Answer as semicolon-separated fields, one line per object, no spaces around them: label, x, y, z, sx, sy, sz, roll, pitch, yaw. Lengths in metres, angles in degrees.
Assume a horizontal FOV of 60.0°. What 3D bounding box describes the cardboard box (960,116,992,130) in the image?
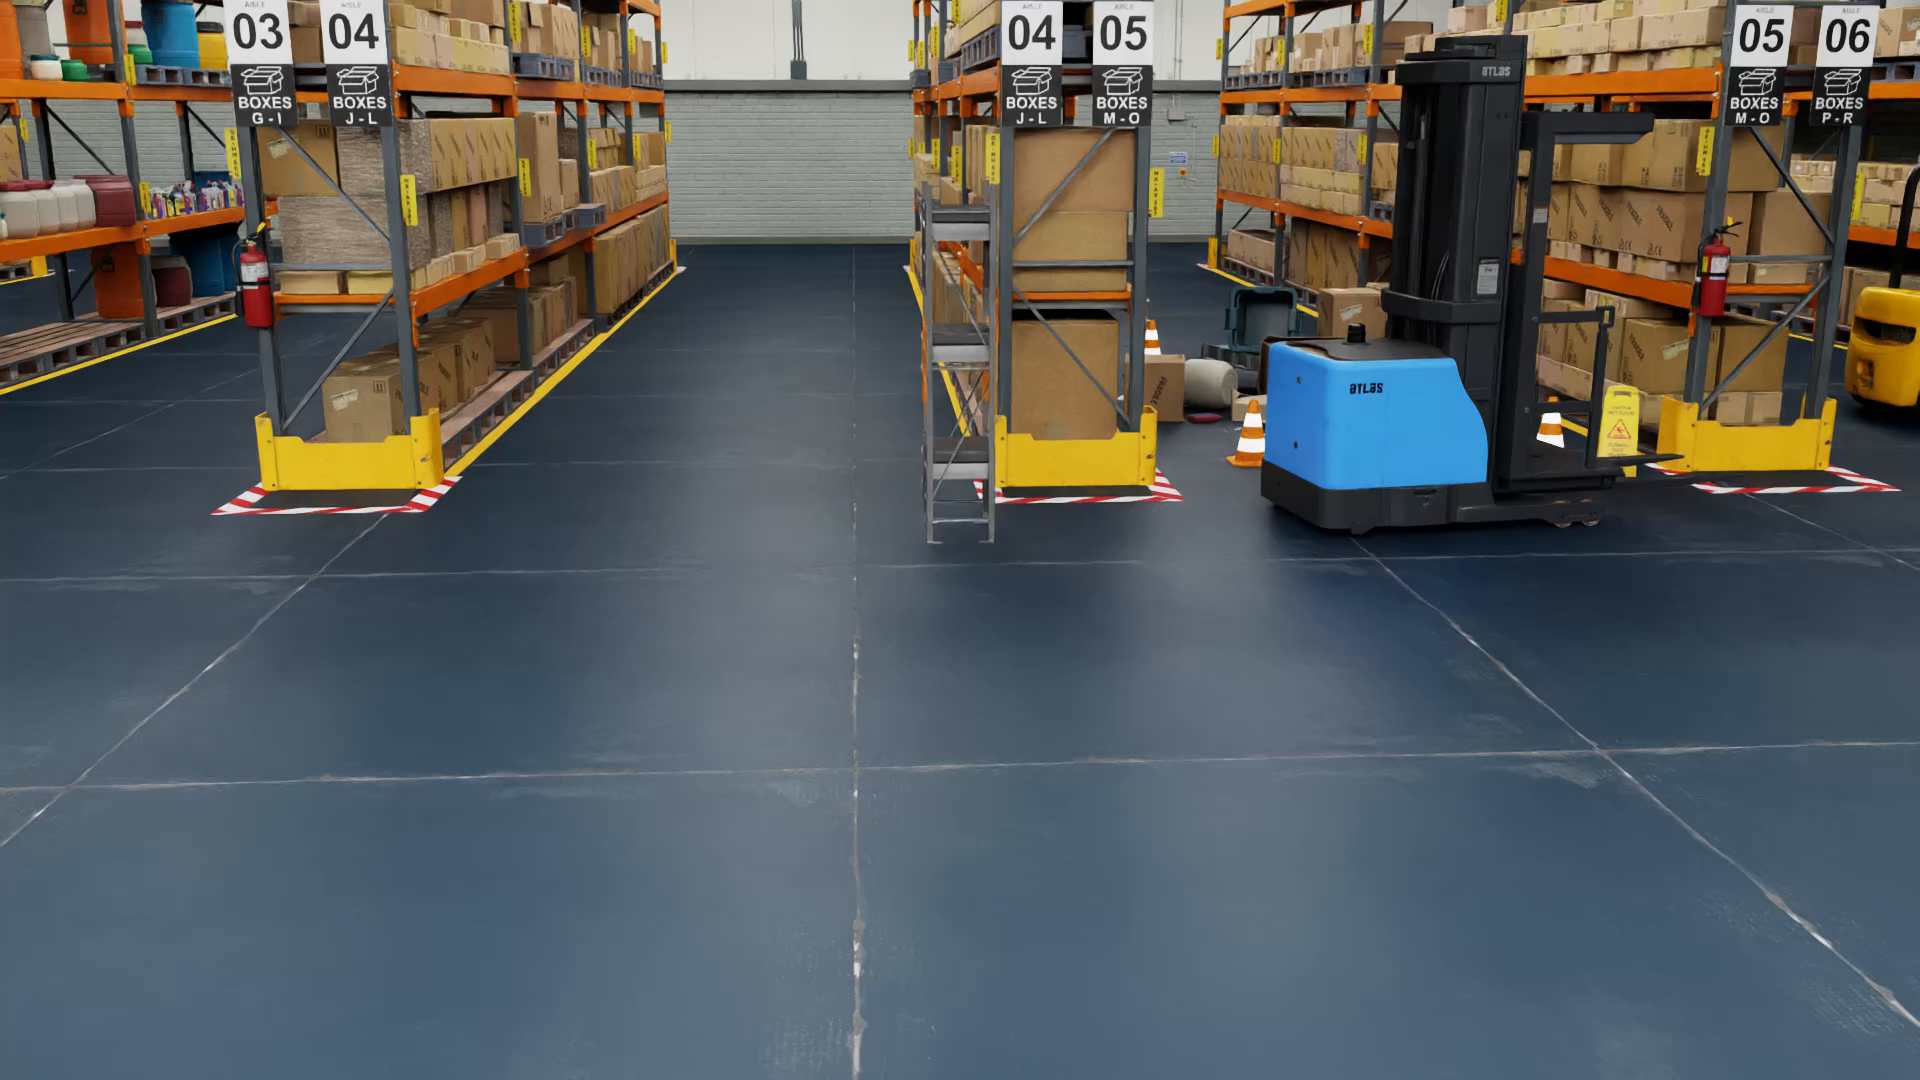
cardboard box;0.236;-5.649;23.157;0.500;0.500;0.500;-1;14;-2

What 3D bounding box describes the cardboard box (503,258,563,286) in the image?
cardboard box;-4.573;-2.878;17.819;0.500;0.250;0.500;1;14;3

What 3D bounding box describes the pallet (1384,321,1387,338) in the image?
pallet;5.250;-2.418;19.000;1.003;0.211;1.213;-1;14;-3

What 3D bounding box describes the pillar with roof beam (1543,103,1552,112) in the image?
pillar with roof beam;6.097;-9.553;29.097;9.100;9.000;0.400;-1;14;-3

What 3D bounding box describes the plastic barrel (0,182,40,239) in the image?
plastic barrel;-9.269;-3.228;16.280;0.433;0.535;0.433;0;14;0

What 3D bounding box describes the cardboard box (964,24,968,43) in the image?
cardboard box;0.232;-4.227;13.876;0.380;0.149;0.250;-1;14;-4

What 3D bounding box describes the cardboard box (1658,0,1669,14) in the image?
cardboard box;5.407;-3.962;12.288;0.380;0.149;0.250;-1;14;-3

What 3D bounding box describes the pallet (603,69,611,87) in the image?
pallet;-4.853;-5.608;20.163;1.003;0.211;1.213;0;14;-1

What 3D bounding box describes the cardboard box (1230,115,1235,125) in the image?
cardboard box;4.442;-6.576;26.056;0.380;0.149;0.250;0;14;-2

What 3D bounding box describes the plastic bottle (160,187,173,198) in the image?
plastic bottle;-10.022;-4.319;21.042;0.152;0.276;0.135;-1;14;-3

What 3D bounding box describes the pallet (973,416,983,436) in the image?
pallet;0.637;-0.719;12.396;1.003;0.211;1.213;-1;14;-3

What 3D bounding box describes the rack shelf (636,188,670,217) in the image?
rack shelf;-5.060;-4.954;24.703;1.077;0.370;4.000;-1;14;-3

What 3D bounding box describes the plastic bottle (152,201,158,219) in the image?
plastic bottle;-9.321;-3.803;19.187;0.097;0.201;0.097;0;14;0

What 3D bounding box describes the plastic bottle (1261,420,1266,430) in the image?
plastic bottle;2.509;-0.933;13.532;0.133;0.061;0.283;-6;16;-23

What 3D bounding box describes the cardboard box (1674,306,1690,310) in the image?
cardboard box;5.863;-1.674;13.682;0.500;0.500;0.500;-1;14;-2

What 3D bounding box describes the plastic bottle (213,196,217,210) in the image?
plastic bottle;-9.435;-4.261;20.965;0.097;0.201;0.097;0;14;0

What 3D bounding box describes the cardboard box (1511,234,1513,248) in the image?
cardboard box;5.150;-2.763;15.249;0.380;0.149;0.250;-1;14;-4

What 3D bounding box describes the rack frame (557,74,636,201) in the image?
rack frame;-4.936;-4.805;22.680;1.000;3.000;0.127;-1;14;-3

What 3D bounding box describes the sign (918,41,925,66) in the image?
sign;-0.520;-6.549;22.402;0.100;0.325;0.005;-1;14;-3

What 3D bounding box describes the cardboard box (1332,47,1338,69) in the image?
cardboard box;4.768;-5.891;20.309;0.396;0.266;0.258;-1;14;-5

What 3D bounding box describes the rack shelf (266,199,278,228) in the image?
rack shelf;-10.003;-4.877;24.406;1.077;0.370;4.000;-1;14;-3

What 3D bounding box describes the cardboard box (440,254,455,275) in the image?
cardboard box;-4.056;-2.084;12.610;0.380;0.149;0.250;-1;14;-3

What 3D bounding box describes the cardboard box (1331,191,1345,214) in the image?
cardboard box;4.865;-4.139;20.393;0.500;0.250;0.500;-1;14;-2

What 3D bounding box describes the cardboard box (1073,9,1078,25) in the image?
cardboard box;1.016;-3.733;11.958;0.380;0.149;0.250;-1;14;-3

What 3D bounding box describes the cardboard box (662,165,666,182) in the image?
cardboard box;-4.889;-5.754;26.076;0.500;0.250;0.500;-1;14;-4

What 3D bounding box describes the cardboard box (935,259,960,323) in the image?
cardboard box;0.274;-2.605;17.803;1.050;0.750;0.750;-1;14;-3

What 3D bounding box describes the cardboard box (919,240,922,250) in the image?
cardboard box;-0.415;-4.375;24.693;0.380;0.149;0.250;-1;14;-5

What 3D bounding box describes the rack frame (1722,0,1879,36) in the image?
rack frame;5.699;-4.879;10.928;1.000;3.000;0.127;-1;14;-3

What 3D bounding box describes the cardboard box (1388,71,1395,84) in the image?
cardboard box;5.053;-5.213;18.751;0.380;0.149;0.250;-1;14;-3

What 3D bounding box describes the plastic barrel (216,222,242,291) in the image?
plastic barrel;-9.862;-3.780;22.065;0.600;0.901;0.708;-1;14;-3

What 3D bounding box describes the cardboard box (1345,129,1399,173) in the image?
cardboard box;4.910;-4.620;19.755;0.500;0.500;0.500;-1;14;-5

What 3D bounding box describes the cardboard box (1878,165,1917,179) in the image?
cardboard box;10.086;-3.935;17.798;0.380;0.149;0.250;-1;14;-3

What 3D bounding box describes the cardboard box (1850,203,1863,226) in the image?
cardboard box;10.006;-3.600;18.301;0.500;0.250;0.500;-1;14;-5

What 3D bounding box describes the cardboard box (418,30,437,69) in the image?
cardboard box;-4.002;-3.452;11.705;0.500;0.250;0.500;-1;14;-5

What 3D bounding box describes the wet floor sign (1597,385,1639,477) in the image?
wet floor sign;4.643;-0.769;11.721;0.267;0.644;0.232;4;15;16

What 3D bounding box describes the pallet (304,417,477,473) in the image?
pallet;-4.212;-0.691;12.289;1.003;0.211;1.213;-1;14;-3

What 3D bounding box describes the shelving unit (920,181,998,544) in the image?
shelving unit;-0.010;-1.058;9.925;0.431;2.100;0.503;-1;14;-3

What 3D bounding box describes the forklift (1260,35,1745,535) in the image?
forklift;3.539;-1.622;10.447;3.031;2.935;1.130;-3;15;-13

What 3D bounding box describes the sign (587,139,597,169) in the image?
sign;-4.147;-4.343;18.721;0.100;0.325;0.005;-1;14;-3

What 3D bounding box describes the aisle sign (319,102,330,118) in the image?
aisle sign;-9.839;-7.004;26.012;0.394;0.787;0.004;-1;14;-3

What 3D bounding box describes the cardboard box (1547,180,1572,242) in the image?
cardboard box;5.272;-2.797;14.080;0.500;0.500;0.500;-1;14;-4

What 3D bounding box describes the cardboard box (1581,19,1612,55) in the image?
cardboard box;5.298;-4.000;13.237;0.500;0.250;0.500;-1;14;-3

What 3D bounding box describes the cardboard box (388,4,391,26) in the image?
cardboard box;-3.979;-3.465;10.956;0.380;0.149;0.250;-1;14;-4

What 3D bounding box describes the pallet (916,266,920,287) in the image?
pallet;-0.135;-3.976;25.057;1.003;0.211;1.213;-1;14;-3

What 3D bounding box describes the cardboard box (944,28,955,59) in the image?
cardboard box;0.094;-5.339;17.873;0.500;0.311;0.500;-1;14;-3

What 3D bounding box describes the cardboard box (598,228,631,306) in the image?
cardboard box;-4.757;-3.378;20.556;1.225;0.875;0.875;-1;14;-3

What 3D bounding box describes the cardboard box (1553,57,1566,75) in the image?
cardboard box;5.287;-4.029;14.150;0.380;0.149;0.250;0;14;-2

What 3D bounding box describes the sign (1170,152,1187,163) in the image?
sign;4.283;-7.500;32.613;0.327;0.218;0.001;-1;14;-3

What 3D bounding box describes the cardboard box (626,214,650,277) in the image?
cardboard box;-4.897;-4.144;23.535;0.875;0.875;0.875;-1;14;-3

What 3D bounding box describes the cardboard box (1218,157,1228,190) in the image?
cardboard box;4.451;-5.877;26.647;0.500;0.500;0.500;-1;14;-4

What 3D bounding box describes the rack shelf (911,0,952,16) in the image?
rack shelf;-0.103;-7.909;24.156;1.077;0.370;4.000;-1;14;-3

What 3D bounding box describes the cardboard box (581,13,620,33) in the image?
cardboard box;-4.988;-7.155;23.045;0.500;0.250;0.500;-2;15;-7
